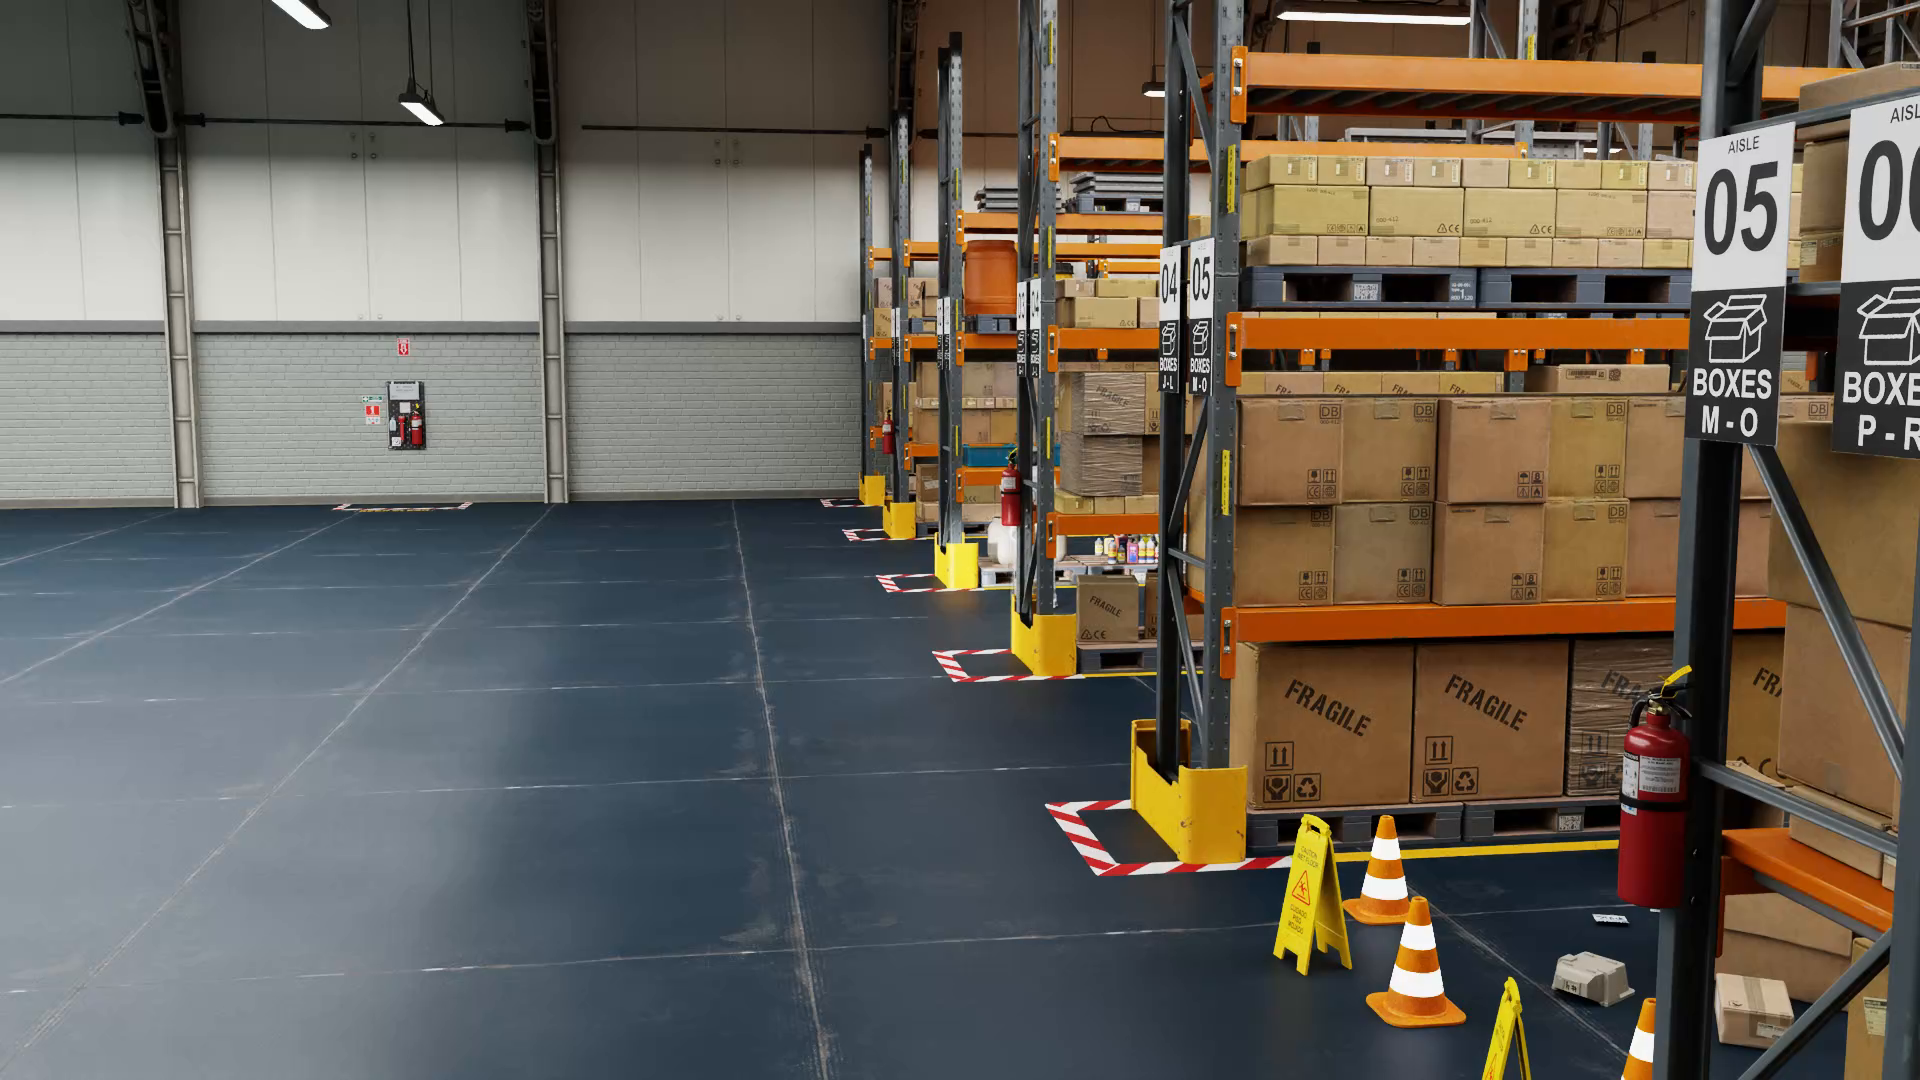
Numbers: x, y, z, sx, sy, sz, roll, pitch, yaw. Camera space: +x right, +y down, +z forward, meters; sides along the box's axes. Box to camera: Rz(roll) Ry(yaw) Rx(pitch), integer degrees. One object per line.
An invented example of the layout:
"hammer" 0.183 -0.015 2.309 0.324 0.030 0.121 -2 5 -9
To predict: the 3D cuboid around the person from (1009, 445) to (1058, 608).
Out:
"person" 0.756 -0.130 16.932 0.547 1.666 0.355 -1 7 -12
